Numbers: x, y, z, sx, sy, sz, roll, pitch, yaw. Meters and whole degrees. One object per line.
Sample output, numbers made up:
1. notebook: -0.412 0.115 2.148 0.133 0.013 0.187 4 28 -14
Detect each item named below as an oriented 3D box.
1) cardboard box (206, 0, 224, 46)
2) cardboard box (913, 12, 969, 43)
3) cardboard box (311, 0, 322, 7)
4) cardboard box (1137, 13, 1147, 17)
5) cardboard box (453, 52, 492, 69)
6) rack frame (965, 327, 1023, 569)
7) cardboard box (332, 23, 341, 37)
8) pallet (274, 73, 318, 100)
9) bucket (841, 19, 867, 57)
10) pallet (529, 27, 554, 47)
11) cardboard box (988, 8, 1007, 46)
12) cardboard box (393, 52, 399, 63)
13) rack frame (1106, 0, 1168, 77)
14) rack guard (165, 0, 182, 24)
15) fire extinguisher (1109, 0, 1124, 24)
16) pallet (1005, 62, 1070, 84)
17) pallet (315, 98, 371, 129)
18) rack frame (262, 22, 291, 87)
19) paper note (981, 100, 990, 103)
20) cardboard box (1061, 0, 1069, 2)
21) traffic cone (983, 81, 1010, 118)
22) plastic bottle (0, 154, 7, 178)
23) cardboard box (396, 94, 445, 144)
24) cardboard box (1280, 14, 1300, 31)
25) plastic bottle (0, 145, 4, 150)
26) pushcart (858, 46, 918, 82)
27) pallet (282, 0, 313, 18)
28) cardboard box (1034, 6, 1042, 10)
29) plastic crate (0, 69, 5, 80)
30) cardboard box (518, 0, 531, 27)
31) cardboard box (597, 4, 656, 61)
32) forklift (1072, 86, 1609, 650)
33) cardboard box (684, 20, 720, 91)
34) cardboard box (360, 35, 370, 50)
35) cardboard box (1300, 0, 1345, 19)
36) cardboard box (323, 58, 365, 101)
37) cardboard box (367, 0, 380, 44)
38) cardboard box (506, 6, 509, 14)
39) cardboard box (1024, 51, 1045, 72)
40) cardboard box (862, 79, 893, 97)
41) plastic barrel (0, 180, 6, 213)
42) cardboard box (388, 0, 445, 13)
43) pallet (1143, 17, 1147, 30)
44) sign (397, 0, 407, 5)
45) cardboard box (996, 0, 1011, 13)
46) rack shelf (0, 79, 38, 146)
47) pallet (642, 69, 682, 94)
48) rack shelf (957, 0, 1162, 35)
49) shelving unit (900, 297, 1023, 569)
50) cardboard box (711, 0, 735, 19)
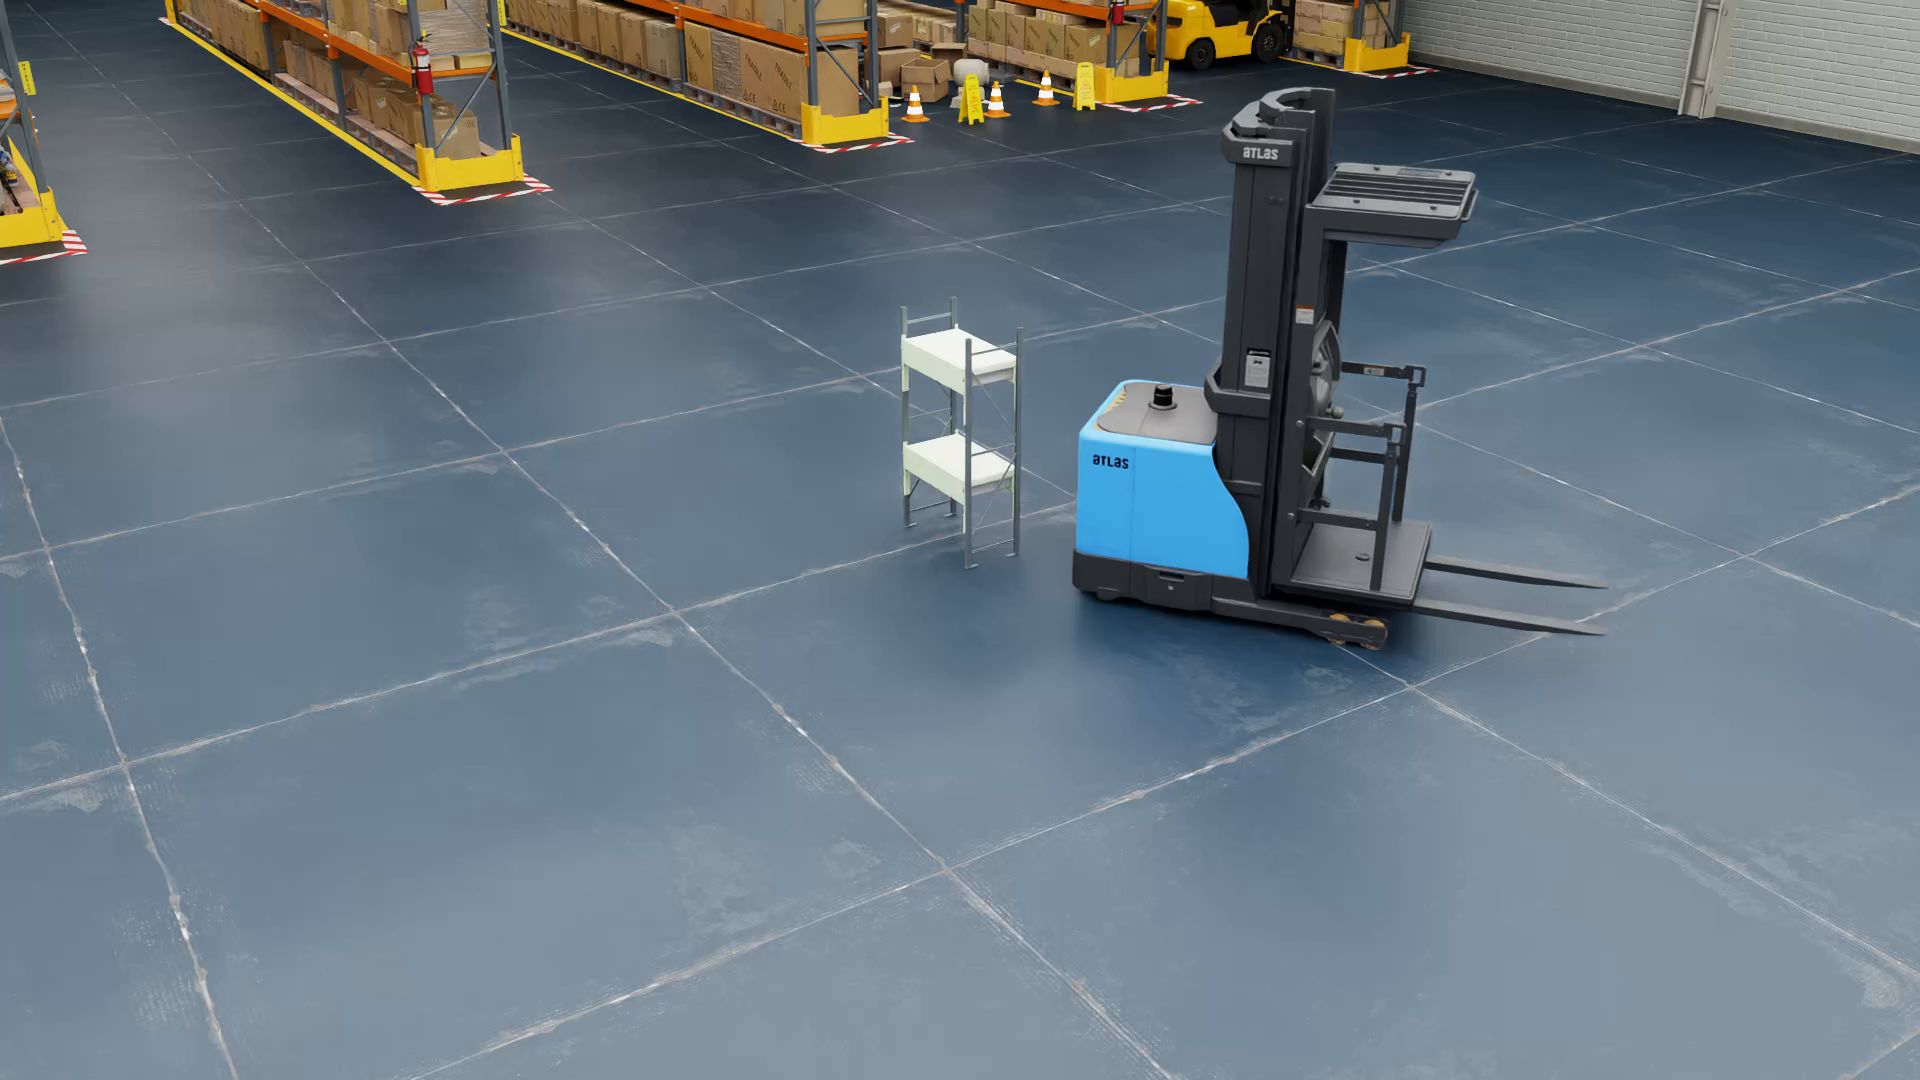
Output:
1. cardboard box: -11.918 -8.860 28.001 1.225 0.875 0.875 -15 29 -29
2. cardboard box: -0.298 -8.748 28.353 0.950 0.372 0.625 -14 28 -26
3. cardboard box: -8.233 -7.772 22.504 1.000 1.000 1.000 -15 29 -29
4. cardboard box: 3.832 -10.040 30.795 0.875 0.625 0.625 -16 30 -30
5. cardboard box: -5.689 -5.607 19.407 0.380 0.149 0.250 -16 29 -30
6. rack frame: 0.203 -0.545 10.147 0.400 1.500 0.023 -16 29 -30
7. cardboard box: -7.926 -6.640 21.597 0.380 0.149 0.250 -16 29 -30
8. pallet: -9.675 -6.883 25.084 1.003 0.211 1.213 -16 29 -30
9. bucket: -1.700 -7.809 25.832 0.726 0.611 0.620 -6 16 -12
10. pallet: -6.977 -8.999 29.565 1.003 0.211 1.213 -16 29 -30
11. cardboard box: 0.784 -8.126 26.300 0.500 0.500 0.500 -14 29 -28
12. cardboard box: -6.501 -5.763 19.738 0.380 0.149 0.250 -16 29 -30
13. rack frame: 2.570 -7.872 23.912 1.000 3.000 0.127 -16 29 -30
14. rack guard: -14.481 -10.164 31.695 1.175 0.500 0.348 -16 29 -30
15. fire extinguisher: 2.246 -7.689 23.614 0.296 0.674 0.183 -16 29 -30
16. pallet: 1.453 -7.373 26.121 1.003 0.211 1.213 -16 29 -30
17. pallet: -8.343 -6.011 23.235 1.003 0.211 1.213 -16 29 -30
18. rack frame: -10.100 -8.424 25.081 1.000 3.000 0.127 -16 29 -30
19. paper note: 0.386 -6.404 24.280 0.142 0.019 0.148 18 31 33
20. cardboard box: 1.667 -8.089 24.666 0.380 0.149 0.250 -15 29 -29
21. traffic cone: 0.510 -6.198 23.337 0.336 0.463 0.334 -16 29 -30
22. plastic bottle: -10.853 -4.253 18.927 0.097 0.271 0.097 0 25 0
23. cardboard box: -6.741 -5.284 20.865 0.500 0.500 0.500 -13 28 -25
24. cardboard box: 5.635 -8.666 27.737 0.500 0.250 0.500 -16 30 -31
25. plastic bottle: -11.193 -4.493 19.341 0.144 0.351 0.185 -16 29 -30
26. pushcart: -1.497 -7.568 26.339 0.936 0.377 1.648 18 31 33
27. pallet: -8.986 -7.639 23.643 1.003 0.211 1.213 -16 29 -30
28. cardboard box: 1.213 -8.258 26.580 0.500 0.500 0.500 -15 29 -29
29. plastic crate: -10.968 -5.198 18.557 0.530 0.136 0.437 -16 29 -30
30. cardboard box: -7.602 -9.519 29.837 0.500 0.500 0.500 -14 29 -27
31. cardboard box: -5.152 -8.166 26.677 1.050 0.750 0.750 -15 29 -29
32. forklift: 2.248 -0.960 9.351 3.031 2.935 1.130 9 27 18
33. cardboard box: -3.421 -7.101 24.276 0.875 0.875 0.875 -15 29 -29
34. cardboard box: -7.222 -6.200 20.663 0.380 0.149 0.250 -16 29 -30
35. cardboard box: 5.930 -8.702 27.228 0.500 0.250 0.500 -15 29 -29
36. cardboard box: -8.479 -6.462 23.337 0.700 0.500 0.500 -16 29 -30
37. cardboard box: -6.621 -6.285 20.085 0.875 0.500 0.500 -16 29 -30
38. cardboard box: -8.573 -9.936 31.132 0.380 0.149 0.250 -15 29 -29
39. cardboard box: 1.337 -7.418 25.679 0.500 0.250 0.500 -17 30 -31
40. cardboard box: -1.225 -6.691 24.613 0.396 0.266 0.258 -10 27 -21
41. plastic barrel: -10.306 -3.691 17.477 0.421 0.512 0.421 0 25 0
42. cardboard box: -6.241 -6.334 19.016 0.500 0.500 0.500 -16 29 -30
43. pallet: 4.108 -9.455 30.530 1.003 0.211 1.213 -16 29 -30
44. sign: -6.209 -6.107 18.447 0.100 0.325 0.005 -16 29 -30
45. cardboard box: 0.782 -8.366 26.049 0.380 0.149 0.250 -14 29 -28
46. rack shelf: -10.975 -4.799 18.244 1.077 0.370 4.000 -16 29 -30
47. pallet: -4.190 -7.111 25.565 1.003 0.211 1.213 -16 29 -30
48. rack shelf: 1.478 -8.262 25.581 1.077 0.370 4.000 -16 29 -30
49. shelving unit: 0.004 -0.676 10.425 0.431 1.500 0.755 -16 29 -30
50. cardboard box: -2.979 -7.640 23.244 0.875 0.550 0.550 -16 29 -30
